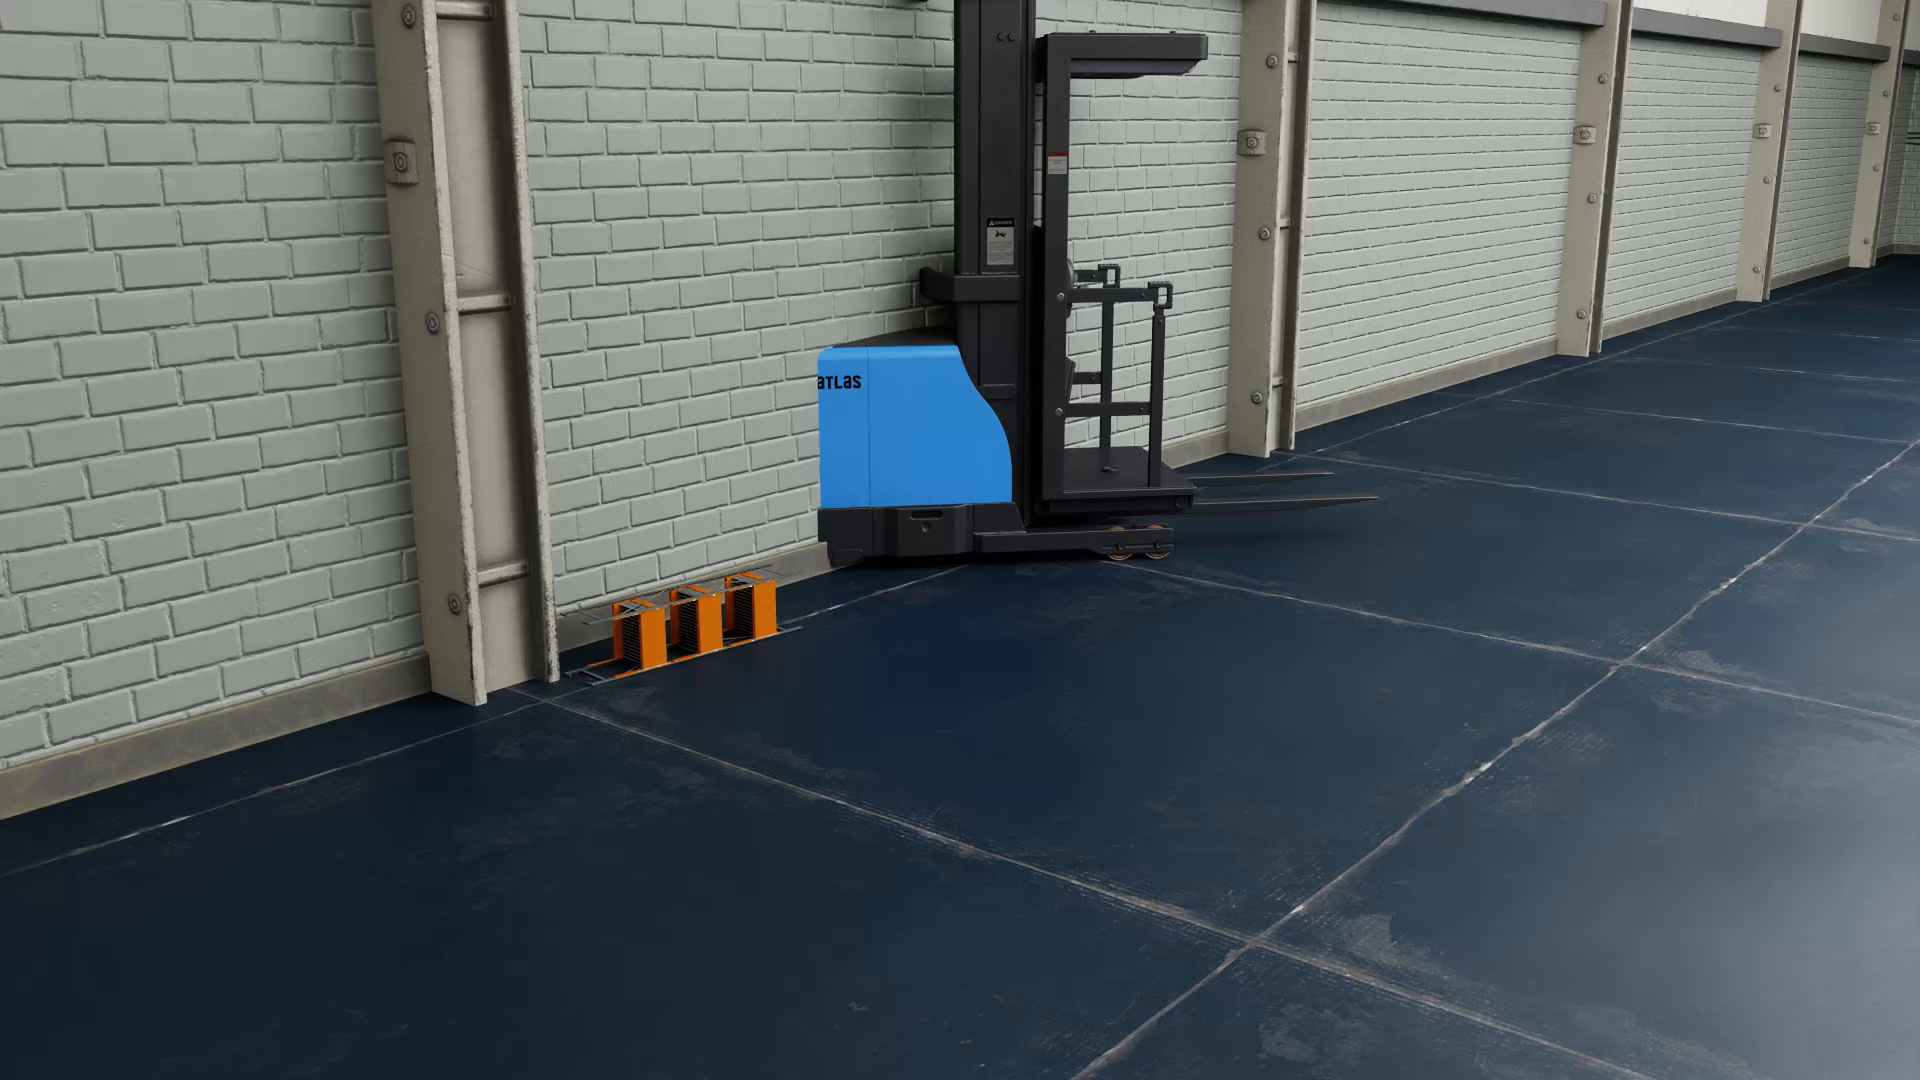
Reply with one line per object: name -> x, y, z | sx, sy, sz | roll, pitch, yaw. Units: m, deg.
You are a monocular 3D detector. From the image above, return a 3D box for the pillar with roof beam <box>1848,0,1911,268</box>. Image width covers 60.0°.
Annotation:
pillar with roof beam -> 16.633, -7.735, 20.794 | 9.100, 9.000, 0.400 | 11, 18, 38

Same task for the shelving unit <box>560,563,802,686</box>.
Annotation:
shelving unit -> -1.116, 0.332, 6.793 | 0.215, 0.252, 1.050 | 14, 20, 43

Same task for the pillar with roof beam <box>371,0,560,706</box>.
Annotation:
pillar with roof beam -> 1.549, -3.139, 2.701 | 9.100, 9.000, 0.400 | 11, 18, 38

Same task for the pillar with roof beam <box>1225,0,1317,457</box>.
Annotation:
pillar with roof beam -> 5.320, -4.288, 7.224 | 9.100, 9.000, 0.400 | 11, 18, 38

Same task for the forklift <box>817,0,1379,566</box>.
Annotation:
forklift -> 0.616, -1.445, 8.360 | 3.031, 2.935, 1.130 | -2, 14, -9

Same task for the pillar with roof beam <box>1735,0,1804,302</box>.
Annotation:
pillar with roof beam -> 12.862, -6.586, 16.271 | 9.100, 9.000, 0.400 | 11, 18, 38

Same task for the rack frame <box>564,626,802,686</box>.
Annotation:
rack frame -> -1.116, 0.450, 6.823 | 0.200, 0.008, 1.050 | 14, 20, 43

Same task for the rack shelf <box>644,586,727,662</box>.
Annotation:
rack shelf -> -1.124, 0.333, 6.786 | 0.215, 0.240, 0.259 | 14, 20, 43

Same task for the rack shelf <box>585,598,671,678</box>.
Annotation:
rack shelf -> -1.319, 0.382, 6.594 | 0.215, 0.240, 0.259 | 14, 20, 43

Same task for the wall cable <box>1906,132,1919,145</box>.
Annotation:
wall cable -> 16.164, -7.256, 25.214 | 3.097, 2.526, 0.112 | 11, 18, 38

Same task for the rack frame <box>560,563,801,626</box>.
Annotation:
rack frame -> -1.116, 0.213, 6.763 | 0.200, 0.008, 1.050 | 14, 20, 43

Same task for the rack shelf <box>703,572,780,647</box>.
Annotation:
rack shelf -> -0.924, 0.284, 6.981 | 0.215, 0.240, 0.259 | 14, 20, 43

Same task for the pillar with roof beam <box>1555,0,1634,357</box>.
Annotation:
pillar with roof beam -> 9.091, -5.437, 11.748 | 9.100, 9.000, 0.400 | 11, 18, 38
